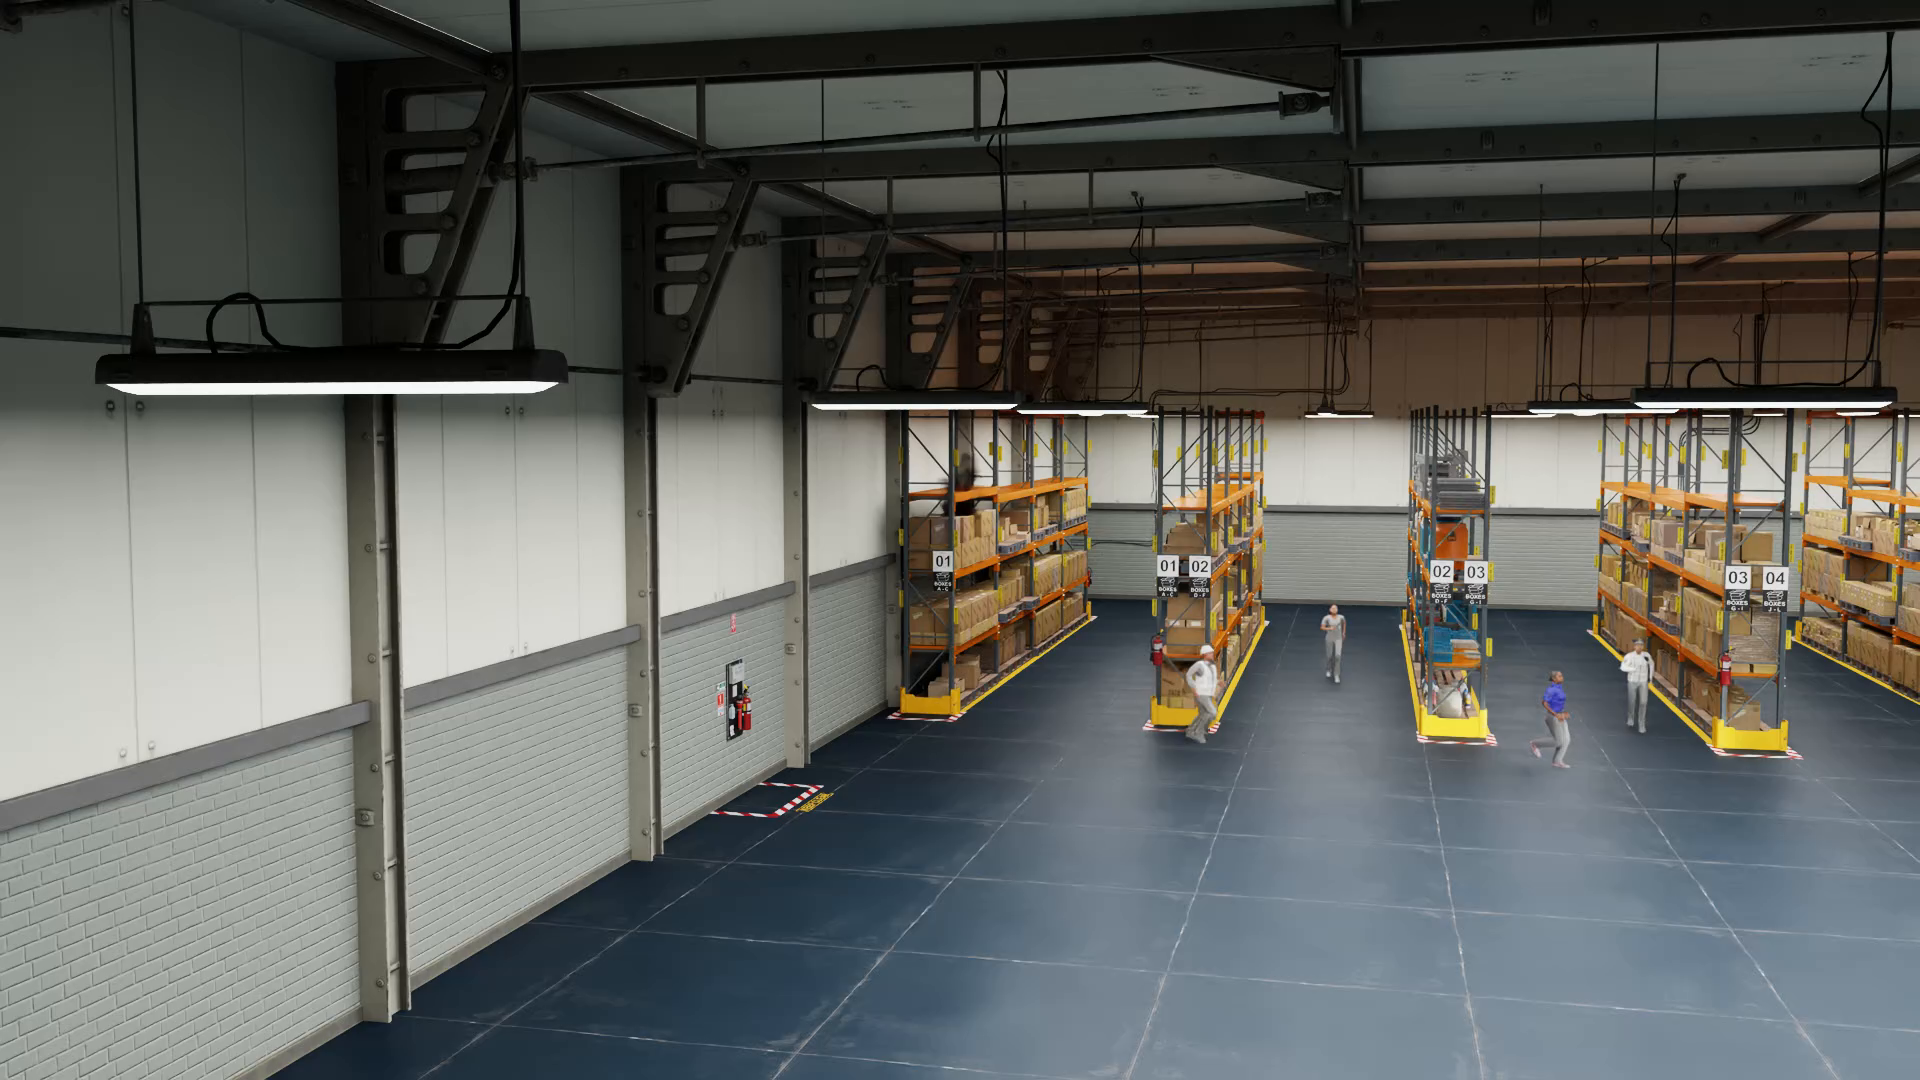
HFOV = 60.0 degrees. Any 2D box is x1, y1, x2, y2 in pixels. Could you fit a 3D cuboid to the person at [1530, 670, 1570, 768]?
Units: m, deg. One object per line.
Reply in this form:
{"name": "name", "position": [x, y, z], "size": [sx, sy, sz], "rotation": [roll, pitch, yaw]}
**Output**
{"name": "person", "position": [9.833, 2.955, 27.529], "size": [0.580, 1.620, 0.578], "rotation": [3, 5, 37]}

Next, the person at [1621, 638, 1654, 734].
{"name": "person", "position": [12.528, 2.661, 30.763], "size": [0.612, 1.747, 0.805], "rotation": [1, 4, 15]}

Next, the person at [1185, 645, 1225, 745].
{"name": "person", "position": [4.334, 2.730, 29.458], "size": [0.789, 1.756, 0.589], "rotation": [3, 5, 40]}

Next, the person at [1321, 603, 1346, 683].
{"name": "person", "position": [8.226, 2.248, 36.664], "size": [0.566, 1.716, 0.831], "rotation": [1, 4, 7]}
